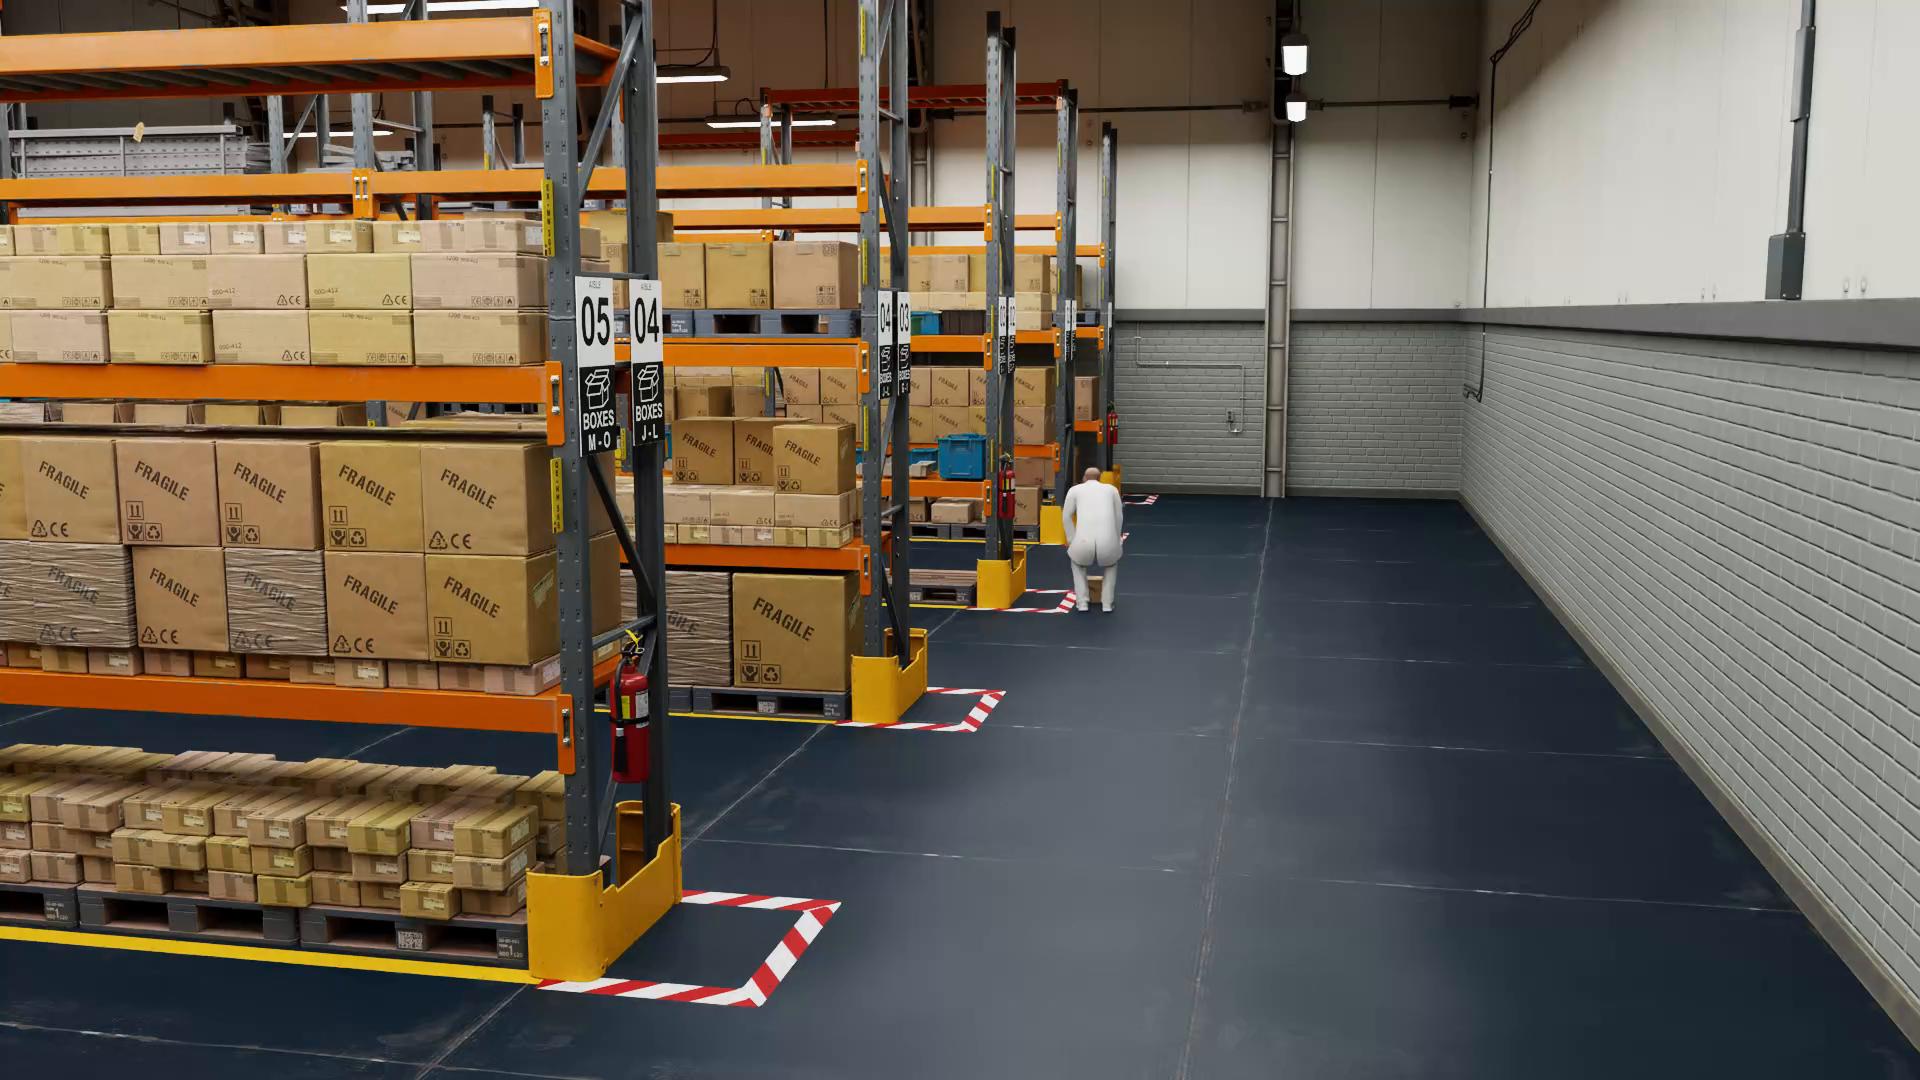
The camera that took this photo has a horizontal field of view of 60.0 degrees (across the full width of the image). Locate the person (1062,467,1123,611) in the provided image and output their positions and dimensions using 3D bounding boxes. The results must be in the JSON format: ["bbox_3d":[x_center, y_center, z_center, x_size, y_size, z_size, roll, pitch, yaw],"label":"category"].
[{"bbox_3d":[1.362,0.003,17.107,0.631,1.440,0.701,1,8,5],"label":"person"}]
